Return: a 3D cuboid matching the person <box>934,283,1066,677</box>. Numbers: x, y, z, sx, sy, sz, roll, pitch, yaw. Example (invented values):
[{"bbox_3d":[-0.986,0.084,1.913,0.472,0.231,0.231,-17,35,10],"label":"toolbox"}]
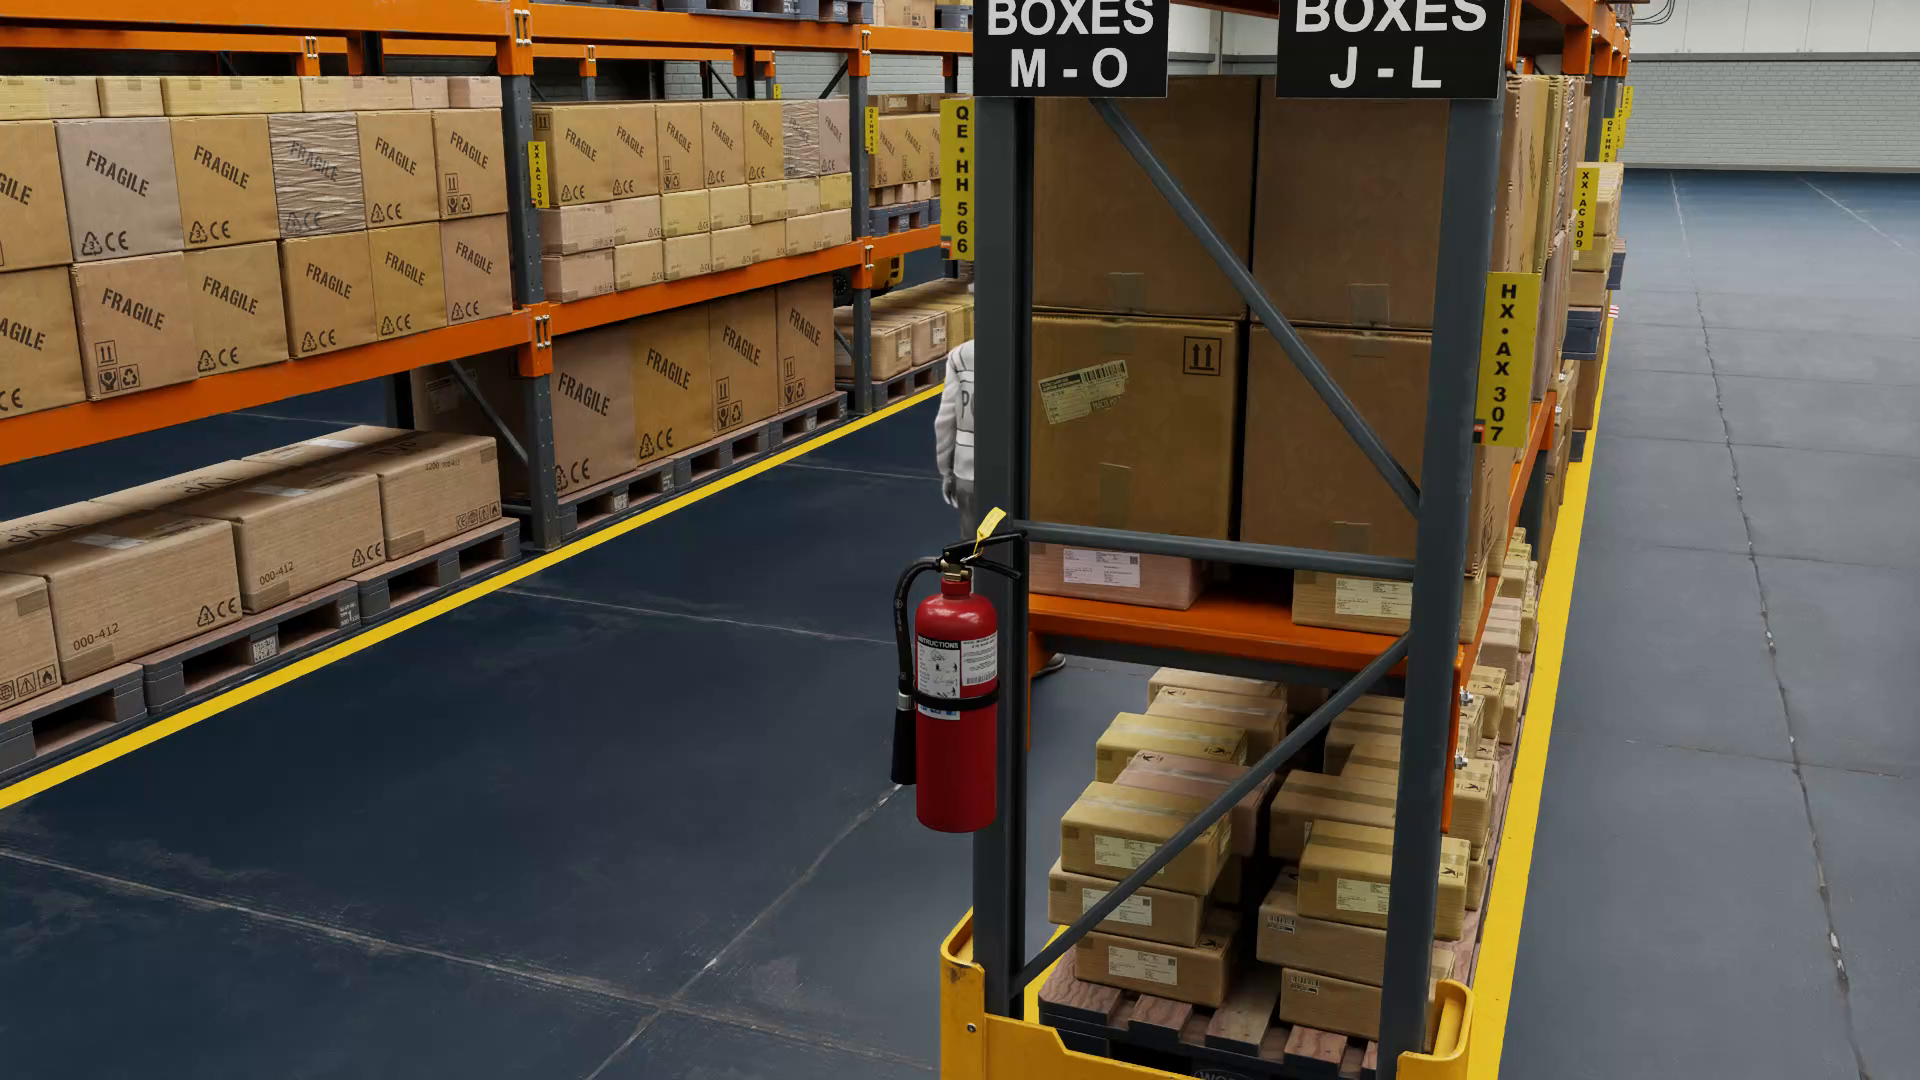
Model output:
[{"bbox_3d":[0.165,-0.253,6.931,0.541,1.661,0.375,5,16,17],"label":"person"}]
